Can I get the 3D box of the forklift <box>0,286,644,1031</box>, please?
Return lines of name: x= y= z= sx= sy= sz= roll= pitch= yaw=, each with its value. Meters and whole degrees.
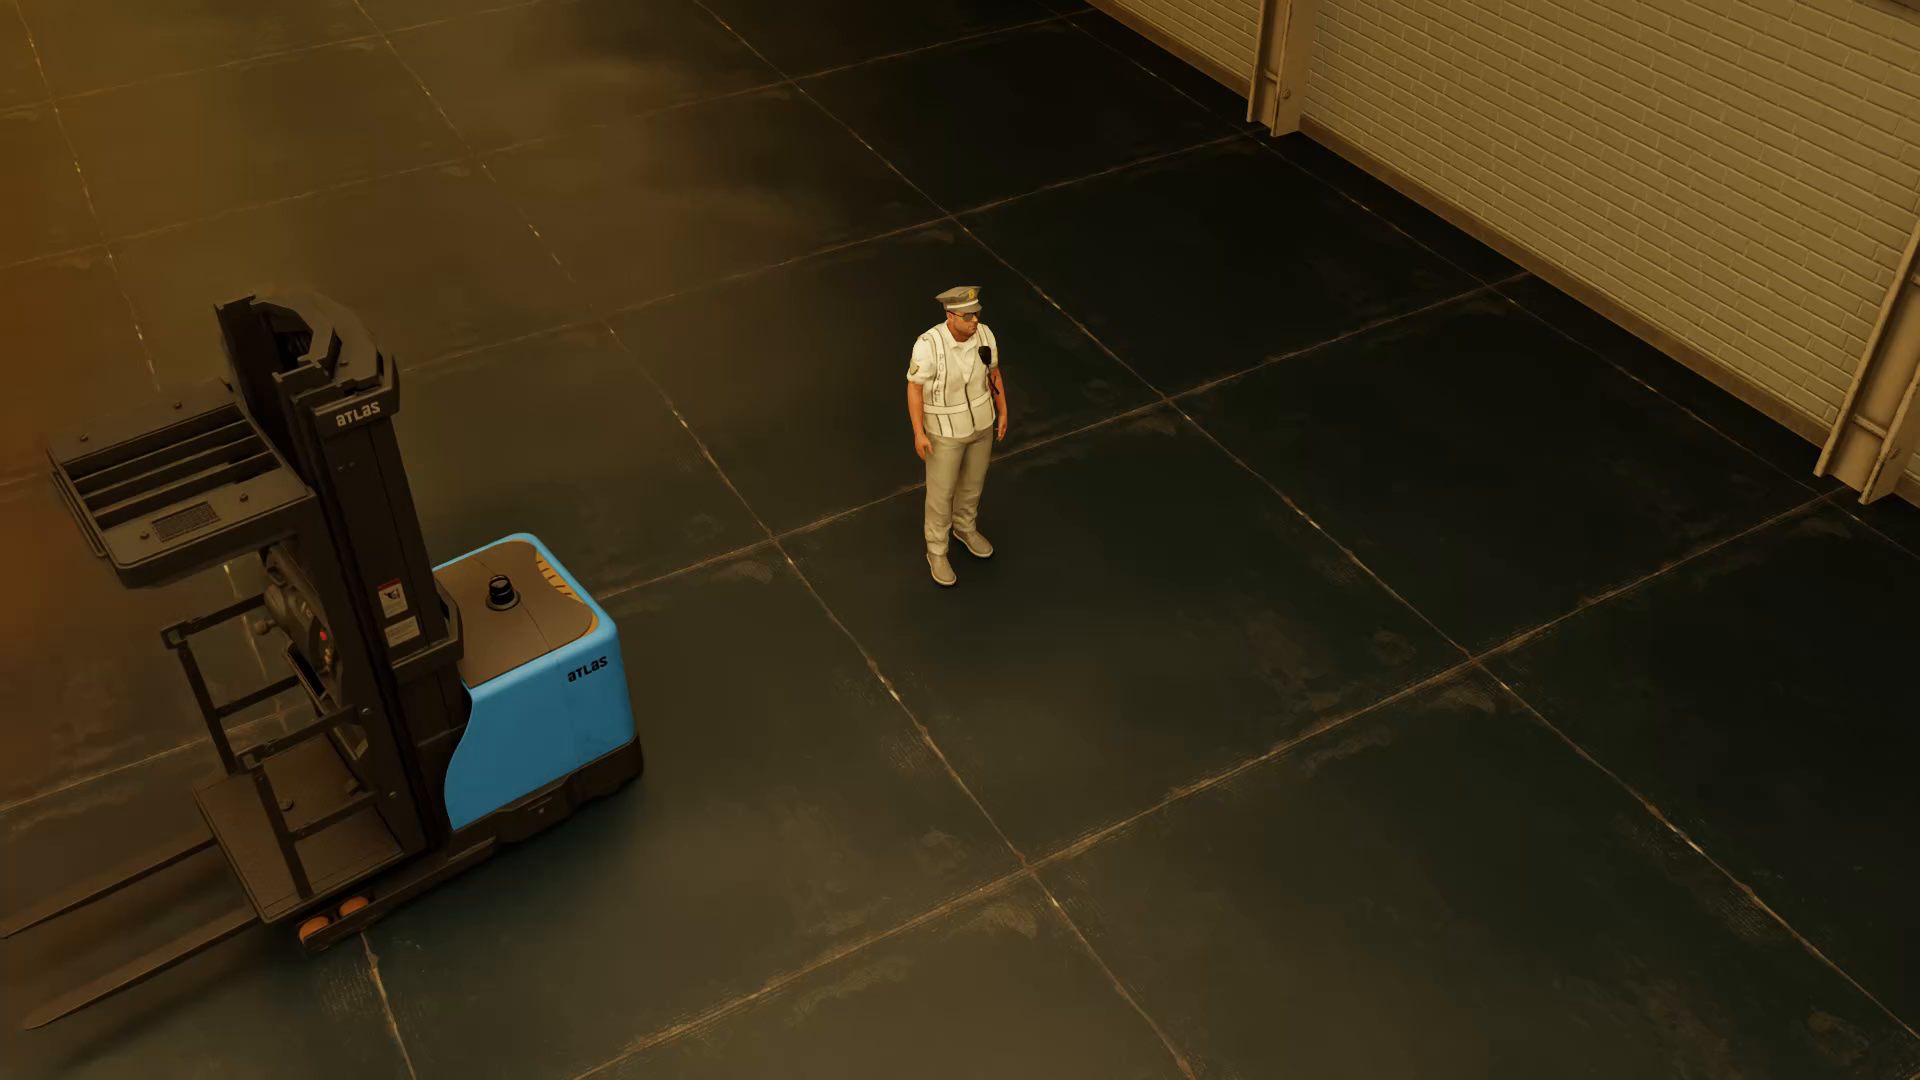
forklift: x=-3.148 y=0.455 z=7.488 sx=3.031 sy=2.935 sz=1.130 roll=-26 pitch=46 yaw=-28

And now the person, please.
person: x=0.028 y=-0.645 z=9.702 sx=0.640 sy=1.781 sz=0.575 roll=-20 pitch=44 yaw=-23
